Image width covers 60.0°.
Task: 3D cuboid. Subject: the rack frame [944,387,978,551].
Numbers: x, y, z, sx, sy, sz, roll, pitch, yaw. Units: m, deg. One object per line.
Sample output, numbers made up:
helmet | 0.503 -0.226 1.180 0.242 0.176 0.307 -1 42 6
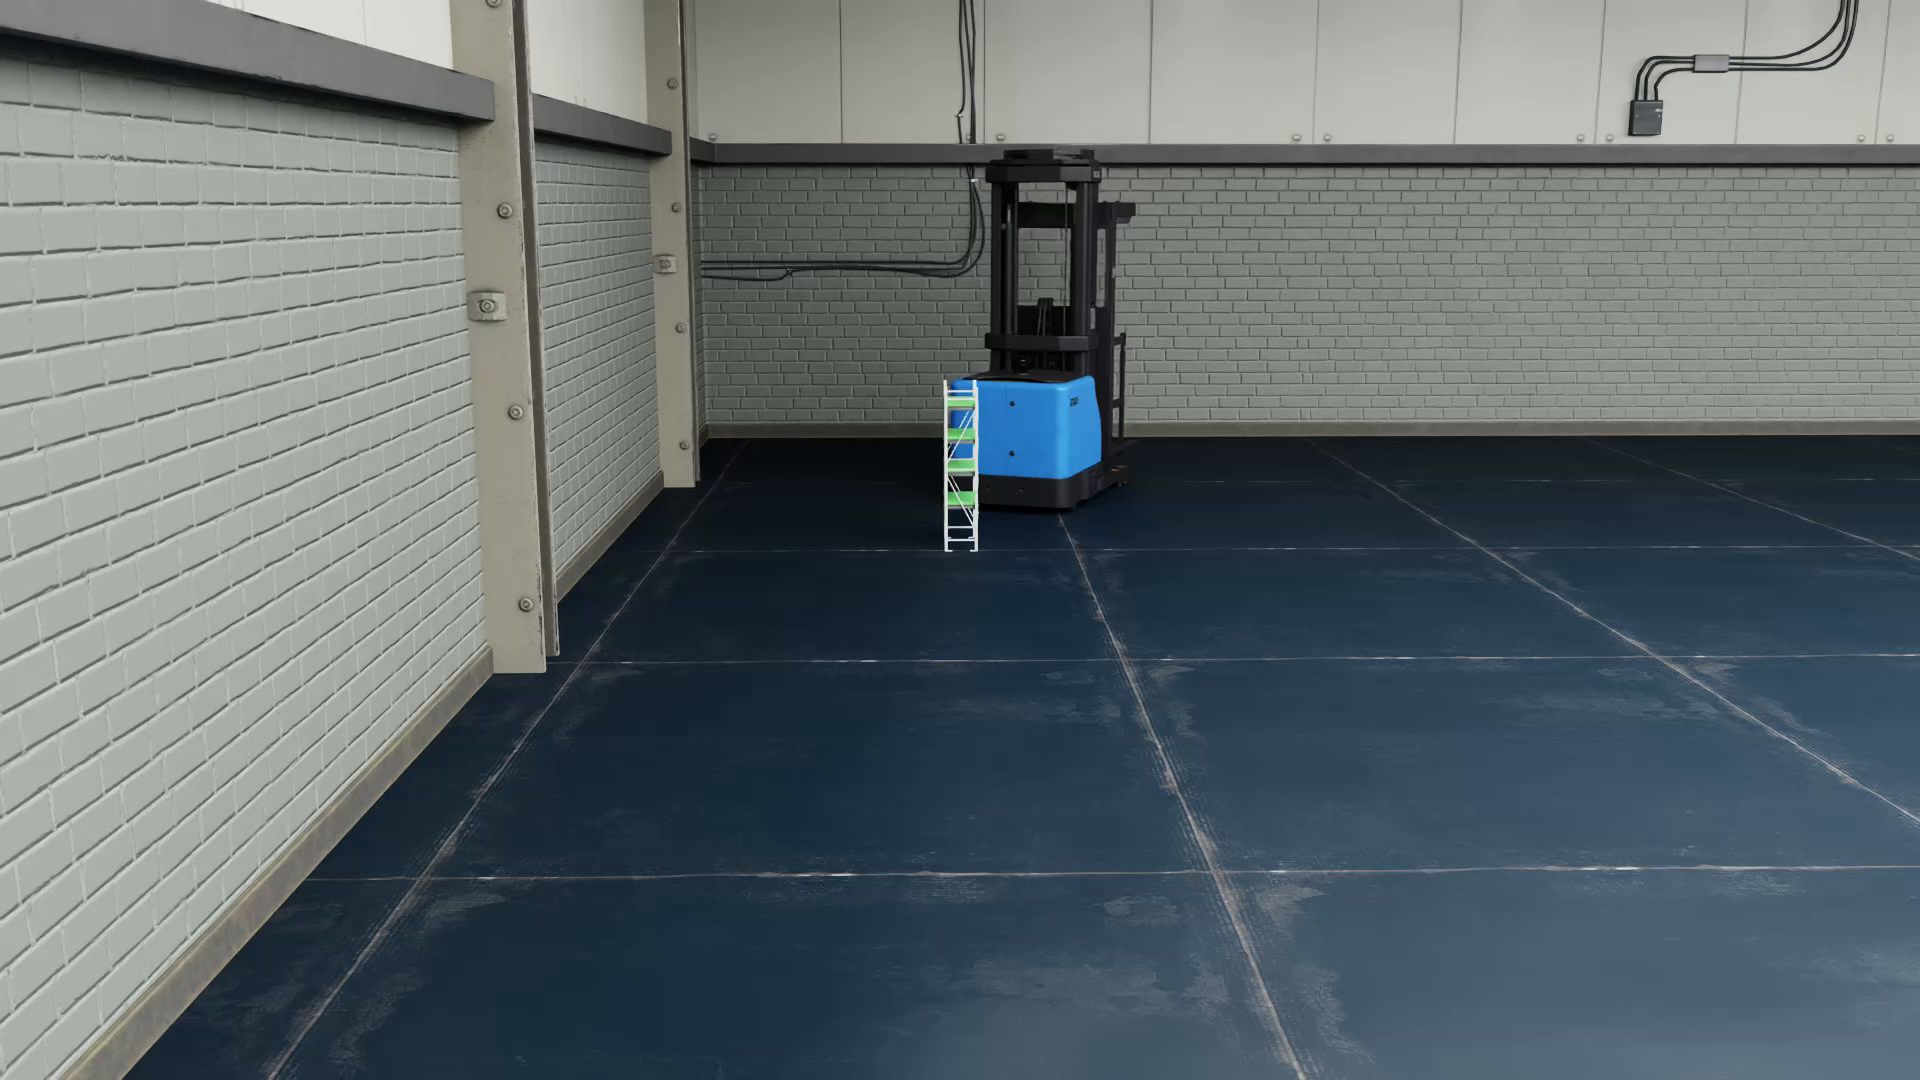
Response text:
rack frame | 0.008 -0.507 12.039 0.240 1.200 0.015 0 11 -1

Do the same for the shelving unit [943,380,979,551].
shelving unit | 0.003 -0.555 12.278 0.258 1.200 0.503 0 11 -1

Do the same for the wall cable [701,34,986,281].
wall cable | -1.275 -3.991 17.408 3.097 2.526 0.112 0 11 -1

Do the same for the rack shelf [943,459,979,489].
rack shelf | 0.003 -0.493 12.290 0.258 0.148 0.480 0 11 -1

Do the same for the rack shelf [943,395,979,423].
rack shelf | 0.003 -0.963 12.195 0.258 0.148 0.480 0 11 -1

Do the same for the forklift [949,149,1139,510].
forklift | 0.898 -1.933 14.717 1.130 2.935 3.031 4 12 20

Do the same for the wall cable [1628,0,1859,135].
wall cable | 8.217 -7.215 16.938 2.305 6.003 0.169 0 11 -1

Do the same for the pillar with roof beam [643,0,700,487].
pillar with roof beam | 1.768 -4.939 14.273 9.100 9.000 0.400 0 11 -1

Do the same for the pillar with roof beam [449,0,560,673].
pillar with roof beam | 1.892 -3.747 8.394 9.100 9.000 0.400 0 11 -1

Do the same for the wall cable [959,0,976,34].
wall cable | 1.430 -6.477 16.960 3.097 2.526 0.112 0 11 -1

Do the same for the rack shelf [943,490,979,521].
rack shelf | 0.003 -0.257 12.338 0.258 0.148 0.480 0 11 -1

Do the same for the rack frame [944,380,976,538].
rack frame | -0.002 -0.604 12.517 0.240 1.200 0.015 0 11 -1

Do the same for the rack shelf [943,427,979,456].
rack shelf | 0.003 -0.728 12.243 0.258 0.148 0.480 0 11 -1
